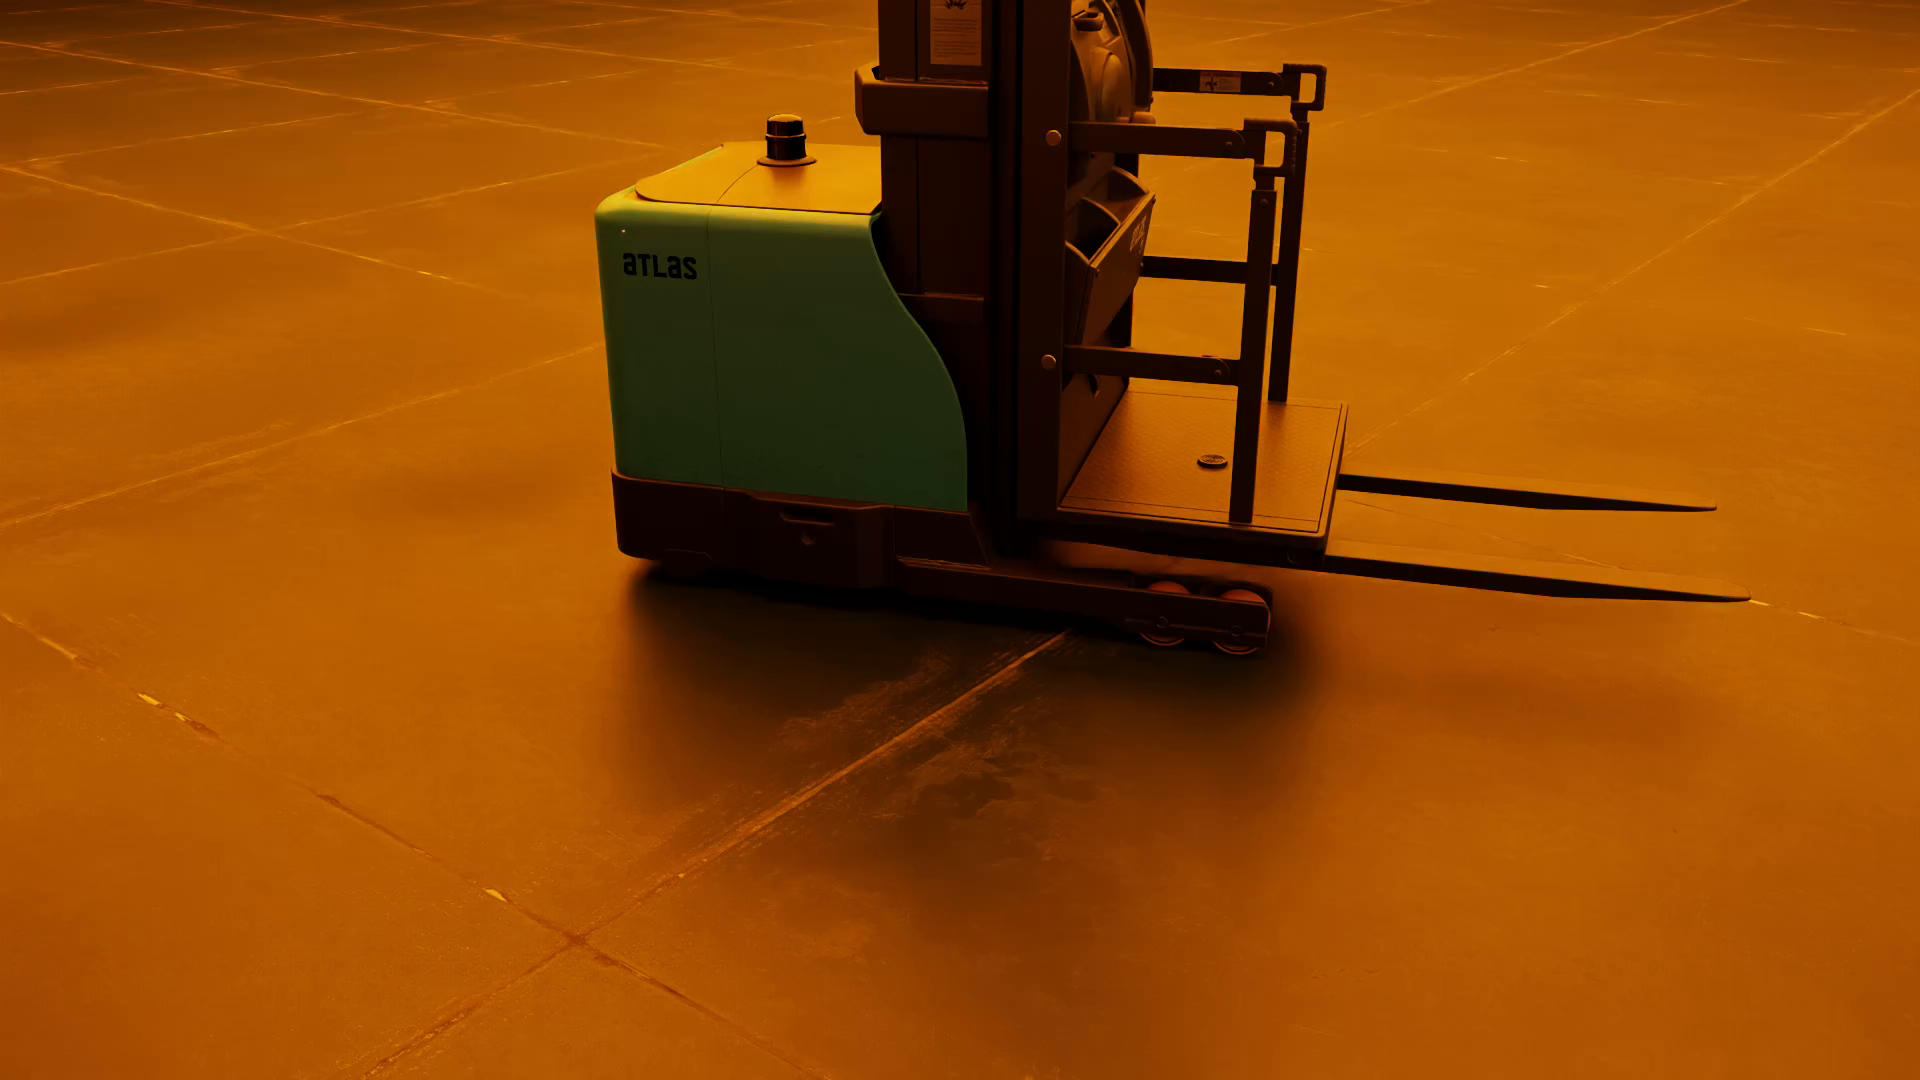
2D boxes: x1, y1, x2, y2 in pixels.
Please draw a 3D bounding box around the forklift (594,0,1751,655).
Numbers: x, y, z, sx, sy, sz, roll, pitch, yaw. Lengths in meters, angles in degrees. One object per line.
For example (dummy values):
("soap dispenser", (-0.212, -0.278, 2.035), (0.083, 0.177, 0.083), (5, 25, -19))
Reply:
("forklift", (0.587, -1.281, 4.284), (3.031, 2.935, 1.130), (6, 24, 14))
